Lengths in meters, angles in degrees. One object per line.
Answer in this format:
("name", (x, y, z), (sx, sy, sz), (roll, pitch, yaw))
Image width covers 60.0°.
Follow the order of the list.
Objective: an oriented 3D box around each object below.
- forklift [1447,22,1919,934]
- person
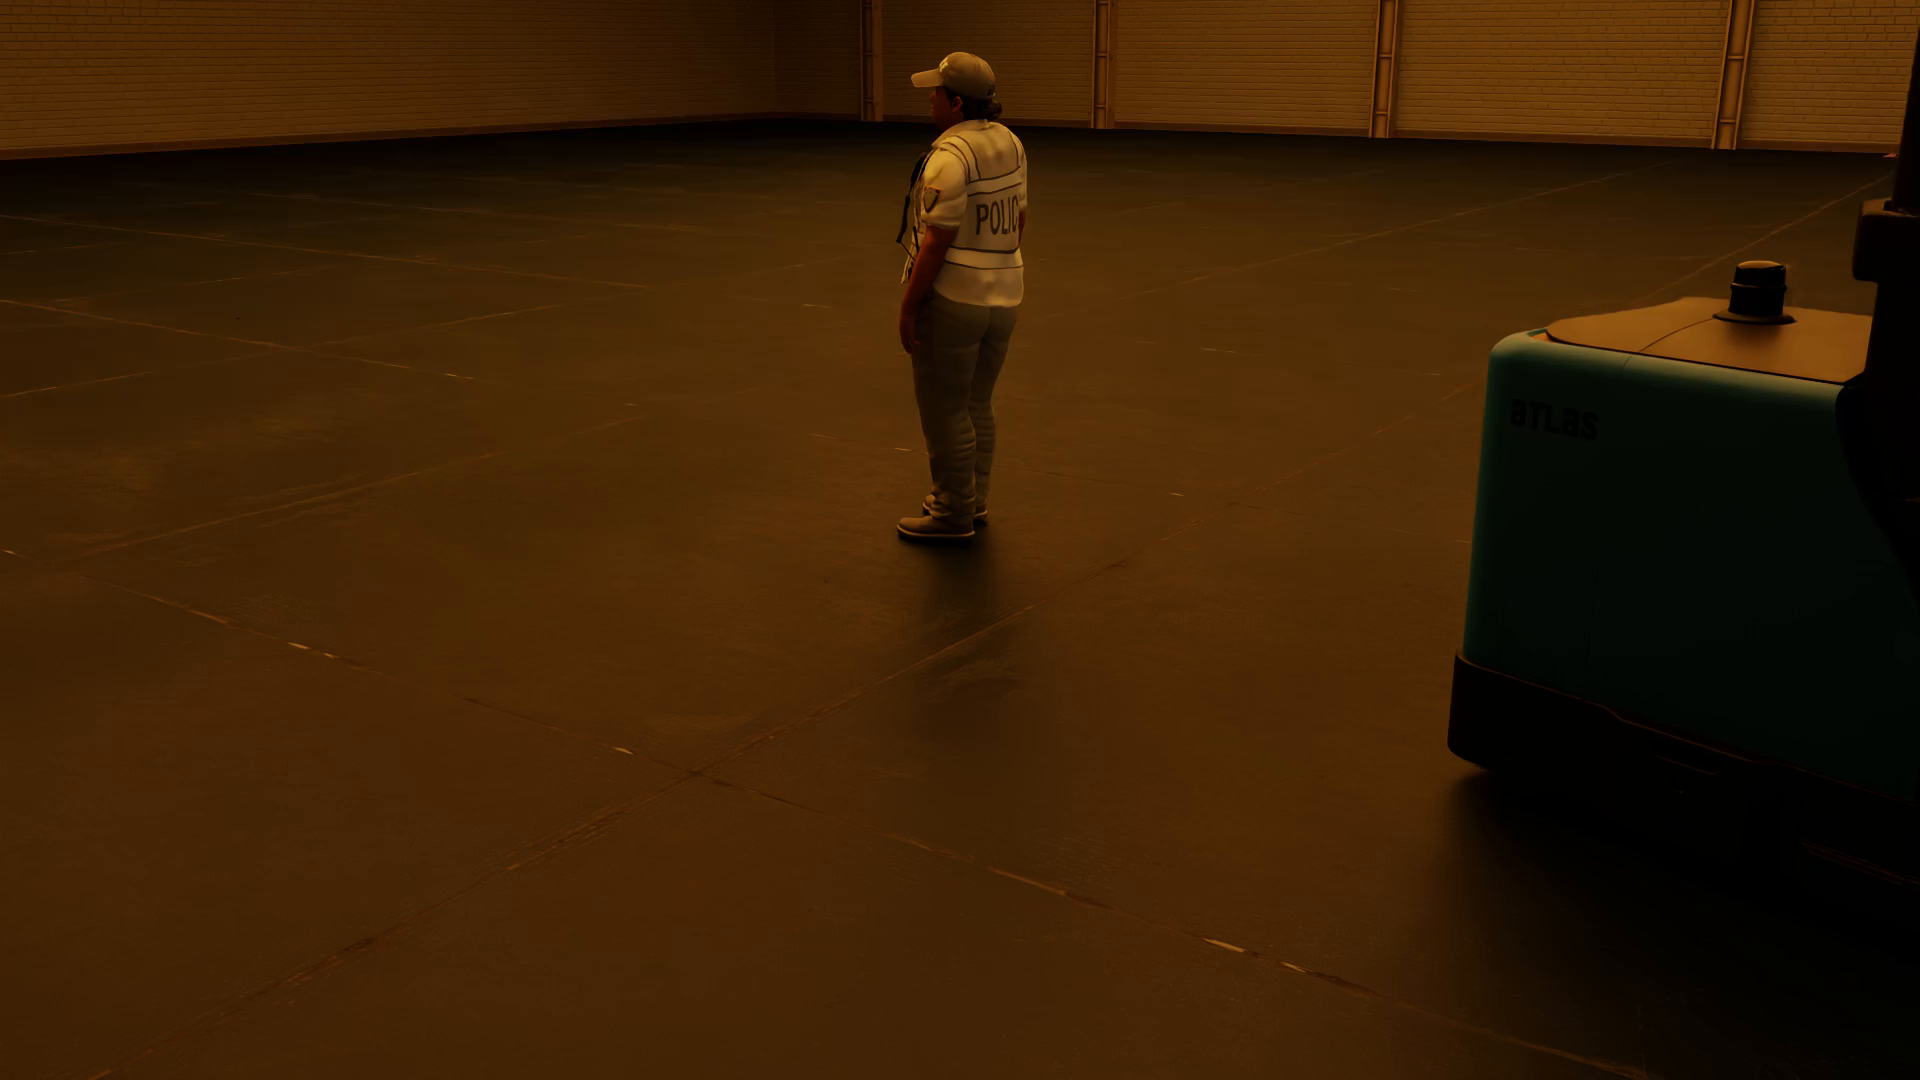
("forklift", (2.506, -0.597, 2.830), (1.130, 2.935, 3.031), (-13, 21, -38))
("person", (-0.050, -0.823, 5.768), (0.529, 1.670, 0.598), (11, 20, 33))
